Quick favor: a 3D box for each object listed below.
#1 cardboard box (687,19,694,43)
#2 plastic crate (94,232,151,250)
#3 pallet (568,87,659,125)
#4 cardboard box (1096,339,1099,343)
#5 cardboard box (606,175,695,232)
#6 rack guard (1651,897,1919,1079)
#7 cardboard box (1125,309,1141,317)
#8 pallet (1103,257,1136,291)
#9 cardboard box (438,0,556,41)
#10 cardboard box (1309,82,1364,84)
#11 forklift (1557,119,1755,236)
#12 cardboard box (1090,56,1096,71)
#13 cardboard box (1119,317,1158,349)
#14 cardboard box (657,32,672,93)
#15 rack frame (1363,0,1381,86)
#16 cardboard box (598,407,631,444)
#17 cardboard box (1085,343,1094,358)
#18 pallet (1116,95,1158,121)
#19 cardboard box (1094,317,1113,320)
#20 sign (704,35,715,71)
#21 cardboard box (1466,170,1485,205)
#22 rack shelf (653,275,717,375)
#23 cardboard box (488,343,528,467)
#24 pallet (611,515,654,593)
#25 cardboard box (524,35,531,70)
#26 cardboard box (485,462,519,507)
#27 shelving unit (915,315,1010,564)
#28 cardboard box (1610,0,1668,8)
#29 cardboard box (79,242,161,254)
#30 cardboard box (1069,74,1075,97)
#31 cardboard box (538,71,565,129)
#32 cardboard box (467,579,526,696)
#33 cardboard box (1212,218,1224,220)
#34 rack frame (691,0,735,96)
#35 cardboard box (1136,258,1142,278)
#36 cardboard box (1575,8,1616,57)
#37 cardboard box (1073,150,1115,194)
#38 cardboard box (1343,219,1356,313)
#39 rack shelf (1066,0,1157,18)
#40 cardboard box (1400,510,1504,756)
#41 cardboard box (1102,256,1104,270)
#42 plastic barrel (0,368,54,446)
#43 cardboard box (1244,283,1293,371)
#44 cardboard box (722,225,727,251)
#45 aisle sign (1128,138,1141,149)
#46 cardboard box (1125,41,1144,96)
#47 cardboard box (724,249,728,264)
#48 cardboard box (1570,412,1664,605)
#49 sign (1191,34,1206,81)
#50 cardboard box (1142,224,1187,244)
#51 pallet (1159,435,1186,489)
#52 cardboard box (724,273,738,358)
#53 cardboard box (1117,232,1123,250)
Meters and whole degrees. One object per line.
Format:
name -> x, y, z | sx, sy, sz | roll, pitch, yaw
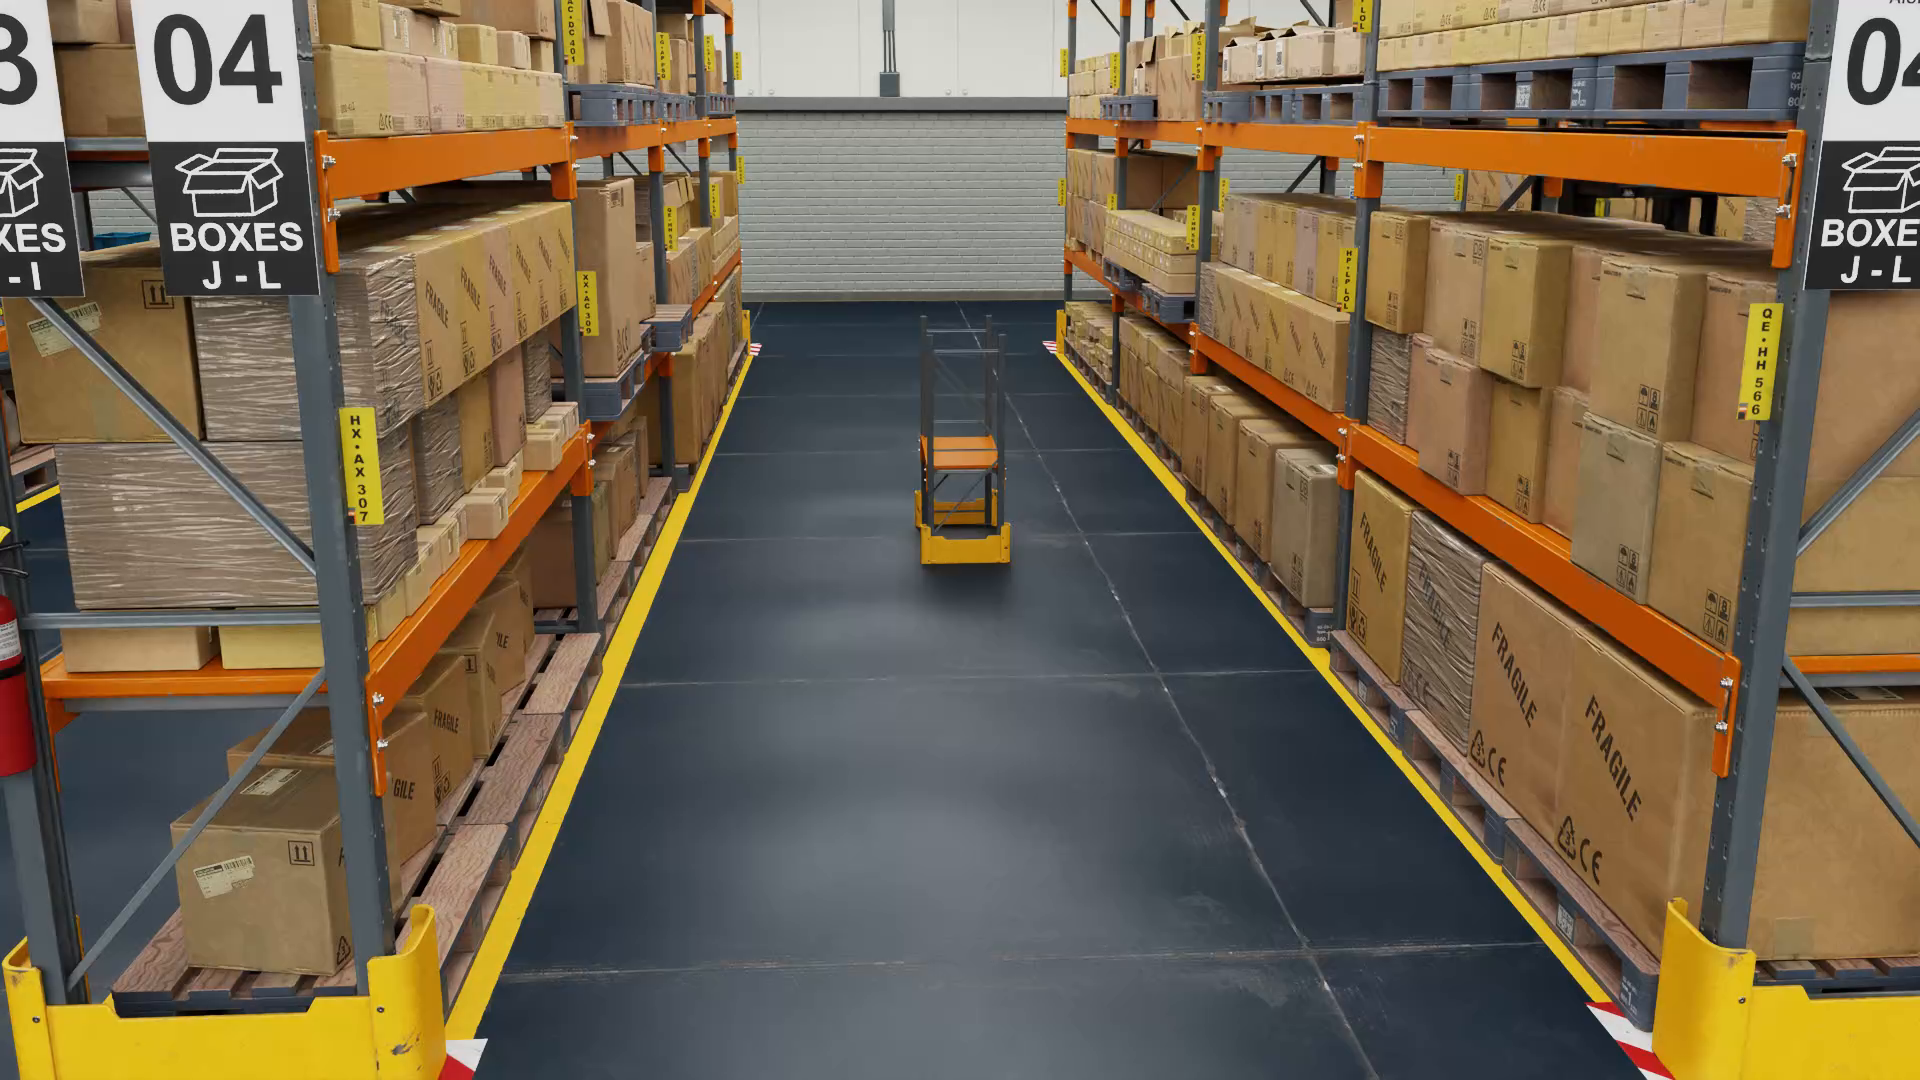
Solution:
cardboard box -> -3.058, -5.366, 17.593 | 0.500, 0.250, 0.500 | -1, 14, -5
plastic crate -> -8.238, -2.813, 16.353 | 0.392, 0.384, 0.575 | -1, 14, -3
pallet -> -2.429, -2.543, 9.747 | 1.213, 0.211, 1.003 | -1, 14, -3
cardboard box -> 1.678, -2.110, 17.988 | 0.380, 0.149, 0.250 | -1, 14, -2
cardboard box -> -2.878, -3.133, 15.470 | 0.797, 0.503, 0.637 | -1, 14, -5
rack guard -> 2.776, 1.392, 5.114 | 1.175, 0.500, 0.348 | -1, 14, -3
cardboard box -> 2.123, -2.596, 19.280 | 0.380, 0.149, 0.250 | -1, 15, -6
pallet -> 1.933, -2.524, 15.701 | 1.003, 0.211, 1.213 | -1, 14, -3
cardboard box -> -2.147, -2.547, 7.587 | 0.500, 0.500, 0.500 | -1, 14, -5
cardboard box -> 2.643, -3.220, 11.138 | 0.500, 0.311, 0.500 | -1, 14, -3
forklift -> 4.861, -1.577, 11.772 | 1.130, 2.935, 3.031 | -1, 14, -4
cardboard box -> 1.597, -5.082, 17.736 | 0.380, 0.149, 0.250 | -1, 14, -4
cardboard box -> 1.813, -1.977, 15.860 | 0.500, 0.250, 0.500 | -2, 15, -6
cardboard box -> -2.826, -3.977, 13.893 | 0.797, 0.503, 0.637 | -1, 14, -4
rack frame -> 2.527, -3.725, 7.944 | 1.000, 3.000, 0.127 | -1, 14, -3
cardboard box -> -2.563, -0.831, 11.363 | 0.500, 0.250, 0.500 | 1, 14, 3
cardboard box -> 1.606, -2.107, 18.574 | 0.380, 0.149, 0.250 | -1, 14, -3
pallet -> 2.030, -3.758, 14.469 | 1.213, 0.211, 1.003 | -1, 14, -3
cardboard box -> 1.689, -2.391, 18.485 | 0.380, 0.149, 0.250 | -1, 14, -3
sign -> -2.385, -4.624, 15.789 | 0.100, 0.325, 0.005 | -1, 14, -3
cardboard box -> 6.463, -4.314, 20.067 | 0.500, 0.500, 0.500 | -1, 14, -5
rack shelf -> -2.802, -1.912, 14.381 | 1.077, 0.370, 4.000 | -1, 14, -3
cardboard box -> -2.336, -0.600, 7.041 | 0.875, 0.500, 0.500 | -1, 14, -3
pallet -> -2.558, 0.085, 10.774 | 1.003, 0.211, 1.213 | -1, 14, -3
cardboard box -> -2.094, -2.136, 7.289 | 0.380, 0.149, 0.250 | -2, 15, -6
cardboard box -> -2.045, -0.224, 6.882 | 0.380, 0.149, 0.250 | -1, 14, -3
shelving unit -> 0.005, -0.707, 11.266 | 0.587, 1.500, 1.083 | -1, 14, -3
cardboard box -> 2.435, -1.842, 5.308 | 0.500, 0.250, 0.500 | -1, 14, -3
cardboard box -> -2.499, -0.707, 5.451 | 0.500, 0.500, 0.500 | -1, 14, -3
cardboard box -> 1.552, -5.310, 19.424 | 0.500, 0.250, 0.500 | -1, 14, -3
cardboard box -> -2.141, -2.039, 7.712 | 0.500, 0.250, 0.500 | 0, 14, -1
cardboard box -> -2.402, 0.482, 7.809 | 0.500, 0.500, 0.500 | 4, 15, 14
cardboard box -> 2.331, -2.758, 14.693 | 0.380, 0.149, 0.250 | -2, 15, -6
rack frame -> -3.173, -6.658, 19.343 | 1.000, 3.000, 0.127 | -1, 14, -3
cardboard box -> 1.715, -2.331, 14.226 | 0.380, 0.149, 0.250 | 0, 14, -2
cardboard box -> 2.353, -1.738, 5.703 | 0.380, 0.149, 0.250 | -1, 14, -4
cardboard box -> 1.584, -4.239, 19.180 | 0.500, 0.500, 0.500 | 0, 14, -2
cardboard box -> 2.490, -1.476, 9.034 | 0.700, 0.500, 0.500 | -1, 14, -4
rack shelf -> 1.907, -5.862, 17.700 | 1.077, 0.370, 4.000 | -1, 14, -3
cardboard box -> 2.556, 0.388, 7.421 | 0.875, 0.875, 0.875 | -1, 14, -3
cardboard box -> 1.655, -2.817, 16.960 | 0.380, 0.149, 0.250 | -1, 14, -5
plastic barrel -> -7.738, -1.124, 13.873 | 0.600, 0.588, 0.708 | -1, 14, -3
cardboard box -> 2.131, -1.371, 10.635 | 0.500, 0.500, 0.500 | -1, 14, -4
cardboard box -> -2.757, -3.203, 17.657 | 0.500, 0.250, 0.500 | -1, 14, -2
aisle sign -> 2.078, -5.086, 20.056 | 0.394, 0.787, 0.004 | -1, 14, -3
cardboard box -> 1.945, -4.418, 15.613 | 0.700, 0.500, 0.500 | -1, 14, -3
cardboard box -> -2.693, -3.037, 17.815 | 0.380, 0.149, 0.250 | -1, 14, -3
cardboard box -> 2.651, -0.125, 5.693 | 0.875, 0.550, 0.550 | -1, 14, -3
sign -> 1.737, -3.510, 12.089 | 0.100, 0.325, 0.005 | -1, 14, -3
cardboard box -> 1.732, -2.553, 13.897 | 0.380, 0.149, 0.250 | -1, 14, -3
pallet -> 2.232, -0.658, 13.661 | 1.003, 0.211, 1.213 | -1, 14, -3
cardboard box -> -2.997, -2.543, 18.810 | 0.875, 0.875, 0.875 | -1, 14, -3
cardboard box -> 1.648, -2.737, 15.207 | 0.380, 0.149, 0.250 | -2, 15, -6
